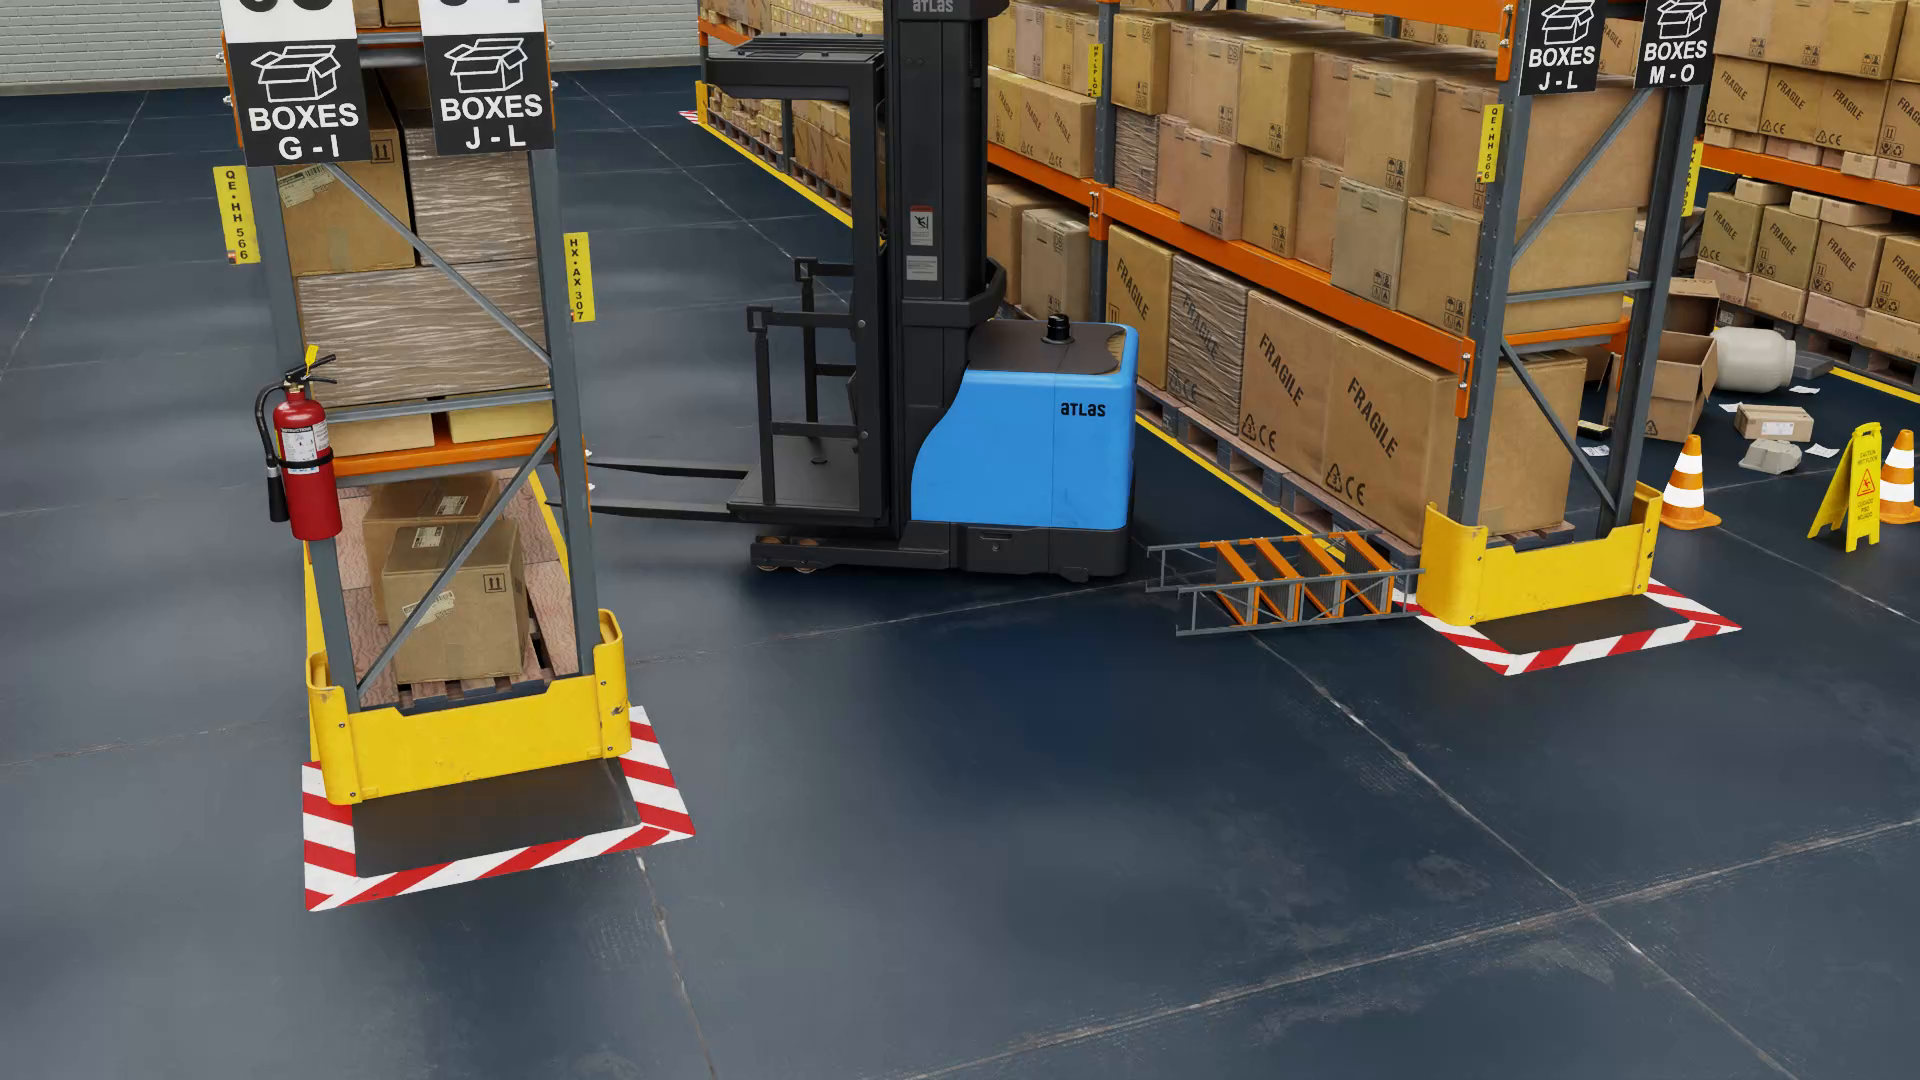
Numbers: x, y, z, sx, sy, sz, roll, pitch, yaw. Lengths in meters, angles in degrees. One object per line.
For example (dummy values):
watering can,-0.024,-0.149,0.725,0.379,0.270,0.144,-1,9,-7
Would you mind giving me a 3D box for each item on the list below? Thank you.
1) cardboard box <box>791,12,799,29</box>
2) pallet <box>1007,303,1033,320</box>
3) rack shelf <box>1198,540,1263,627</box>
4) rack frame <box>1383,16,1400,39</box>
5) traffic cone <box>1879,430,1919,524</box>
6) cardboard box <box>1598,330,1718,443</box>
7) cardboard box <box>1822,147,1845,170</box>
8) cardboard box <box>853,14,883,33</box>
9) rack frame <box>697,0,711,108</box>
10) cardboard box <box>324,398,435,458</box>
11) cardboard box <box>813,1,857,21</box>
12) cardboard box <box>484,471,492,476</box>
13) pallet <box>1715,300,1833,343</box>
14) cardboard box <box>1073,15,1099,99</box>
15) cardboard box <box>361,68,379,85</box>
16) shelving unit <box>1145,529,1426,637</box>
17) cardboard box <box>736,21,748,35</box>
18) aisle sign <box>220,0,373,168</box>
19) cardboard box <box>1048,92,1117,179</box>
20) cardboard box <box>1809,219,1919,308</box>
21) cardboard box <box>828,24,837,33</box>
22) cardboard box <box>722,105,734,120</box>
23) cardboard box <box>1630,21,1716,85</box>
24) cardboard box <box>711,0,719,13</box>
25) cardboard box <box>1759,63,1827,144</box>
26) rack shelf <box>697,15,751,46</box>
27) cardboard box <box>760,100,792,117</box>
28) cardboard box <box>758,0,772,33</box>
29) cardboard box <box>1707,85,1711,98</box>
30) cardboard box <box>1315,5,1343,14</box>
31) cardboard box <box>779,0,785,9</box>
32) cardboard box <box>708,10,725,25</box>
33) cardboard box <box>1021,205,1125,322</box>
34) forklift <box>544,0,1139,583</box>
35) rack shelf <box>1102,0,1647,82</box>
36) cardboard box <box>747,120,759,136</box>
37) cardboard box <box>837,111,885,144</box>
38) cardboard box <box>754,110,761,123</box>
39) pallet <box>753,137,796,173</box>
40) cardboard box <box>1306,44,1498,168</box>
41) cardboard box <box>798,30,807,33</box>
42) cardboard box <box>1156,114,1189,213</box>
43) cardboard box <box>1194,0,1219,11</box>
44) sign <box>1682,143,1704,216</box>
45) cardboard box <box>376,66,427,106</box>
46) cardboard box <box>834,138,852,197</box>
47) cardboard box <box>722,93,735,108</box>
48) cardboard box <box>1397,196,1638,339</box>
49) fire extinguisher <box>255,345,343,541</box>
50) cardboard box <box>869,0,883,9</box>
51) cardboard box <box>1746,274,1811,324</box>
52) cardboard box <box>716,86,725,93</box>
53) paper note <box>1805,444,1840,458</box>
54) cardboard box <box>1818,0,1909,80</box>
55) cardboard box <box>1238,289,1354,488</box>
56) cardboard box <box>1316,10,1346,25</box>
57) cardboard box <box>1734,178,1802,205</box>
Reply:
cardboard box,-1.471,-5.208,16.643,0.380,0.149,0.250,-9,25,-21
pallet,1.025,-1.559,12.178,1.003,0.211,1.213,-8,24,-19
rack shelf,1.272,0.213,7.867,0.148,0.258,0.480,-4,23,-10
rack frame,4.551,-4.744,16.143,1.000,3.000,0.127,-8,24,-19
traffic cone,5.100,-0.371,9.035,0.336,0.463,0.334,-8,24,-19
cardboard box,4.388,-0.977,10.421,0.637,0.503,0.797,12,26,27
cardboard box,6.213,-2.652,11.503,0.380,0.149,0.250,-8,24,-19
cardboard box,-0.733,-4.586,14.786,0.380,0.149,0.250,-9,24,-20
rack frame,-2.871,-6.935,21.341,1.000,3.000,0.127,-8,24,-19
cardboard box,-2.188,-0.437,6.247,0.380,0.149,0.250,-8,24,-19
cardboard box,-1.192,-5.060,15.909,0.380,0.149,0.250,-8,24,-17
cardboard box,-2.701,-0.399,8.513,0.500,0.500,0.500,-11,25,-24
pallet,6.234,-1.766,12.668,1.003,0.211,1.213,-8,24,-19
cardboard box,1.188,-3.261,11.208,0.700,0.500,0.500,-9,24,-20
cardboard box,-2.845,-1.833,7.437,0.500,0.500,0.500,-8,24,-19
shelving unit,1.533,0.194,7.912,1.200,0.258,0.503,-4,23,-10
cardboard box,-2.397,-5.995,19.436,0.380,0.149,0.250,-8,24,-18
aisle sign,-2.153,-1.611,5.364,0.394,0.787,0.004,-8,24,-19
cardboard box,0.934,-2.773,11.339,0.500,0.500,0.500,-8,24,-19
cardboard box,6.301,-1.929,11.499,0.500,0.500,0.500,-7,24,-16
cardboard box,-1.010,-4.733,15.518,0.380,0.149,0.250,-9,24,-19
cardboard box,-2.734,-5.299,20.590,0.380,0.149,0.250,-8,24,-18
cardboard box,5.586,-3.803,12.859,0.500,0.500,0.500,-9,24,-20
cardboard box,-2.758,-6.726,20.333,0.500,0.500,0.500,-8,24,-19
cardboard box,6.057,-3.096,11.722,0.500,0.500,0.500,-8,24,-19
rack shelf,-2.164,-5.876,19.756,1.077,0.370,4.000,-8,24,-19
cardboard box,-2.049,-4.906,18.891,0.380,0.149,0.250,-9,24,-19
cardboard box,-1.893,-5.801,18.140,0.500,0.500,0.500,-8,24,-19
cardboard box,6.064,-3.612,13.241,0.380,0.149,0.250,-8,24,-18
cardboard box,3.934,-5.588,16.729,0.500,0.500,0.500,-8,24,-18
cardboard box,-1.644,-5.526,17.016,0.380,0.149,0.250,-8,24,-18
cardboard box,-2.889,-6.464,20.548,0.380,0.149,0.250,-9,24,-20
cardboard box,1.065,-1.944,11.857,1.050,0.750,0.750,-8,24,-19
forklift,-0.618,-1.384,8.261,3.031,2.935,1.130,3,23,7
rack shelf,2.075,-2.898,8.829,1.077,0.370,4.000,-8,24,-19
cardboard box,-2.281,-4.833,19.484,0.380,0.149,0.250,-8,24,-19
cardboard box,-0.885,-3.996,16.082,0.500,0.250,0.500,-8,24,-18
cardboard box,-2.190,-4.955,19.391,0.380,0.149,0.250,-8,24,-18
pallet,-1.728,-4.435,19.001,1.003,0.211,1.213,-8,24,-19
cardboard box,2.335,-2.237,8.612,0.875,0.550,0.550,-8,24,-19
cardboard box,-1.383,-4.978,16.480,0.380,0.149,0.250,-9,25,-21
cardboard box,1.725,-2.314,10.186,0.875,0.550,0.550,-8,24,-19
cardboard box,3.029,-6.160,19.052,0.500,0.250,0.500,-9,24,-21
sign,3.303,-1.630,7.539,0.100,0.325,0.005,-8,24,-19
cardboard box,-2.364,-1.903,7.604,0.500,0.500,0.500,-8,24,-19
cardboard box,-0.904,-3.652,16.230,0.500,0.500,0.500,-9,25,-21
cardboard box,-2.723,-5.434,20.527,0.380,0.149,0.250,-8,24,-17
cardboard box,2.608,-1.319,7.823,0.875,0.550,0.550,-8,24,-19
fire extinguisher,-2.285,-0.337,5.786,0.296,0.674,0.183,-8,24,-19
cardboard box,-0.673,-5.240,16.338,0.380,0.149,0.250,-9,25,-21
cardboard box,6.119,-1.773,12.094,0.500,0.250,0.500,-7,24,-16
cardboard box,-2.824,-5.659,20.678,0.380,0.149,0.250,-8,24,-19
paper note,5.181,-0.539,9.990,0.148,0.019,0.142,-18,29,-37
cardboard box,6.228,-3.370,11.084,0.700,0.500,0.500,-9,24,-20
cardboard box,2.167,-0.892,9.200,0.875,0.875,0.875,-9,24,-20
cardboard box,3.957,-5.232,16.850,0.500,0.250,0.500,-9,24,-20
cardboard box,5.908,-2.556,12.151,0.380,0.149,0.250,-8,24,-18
